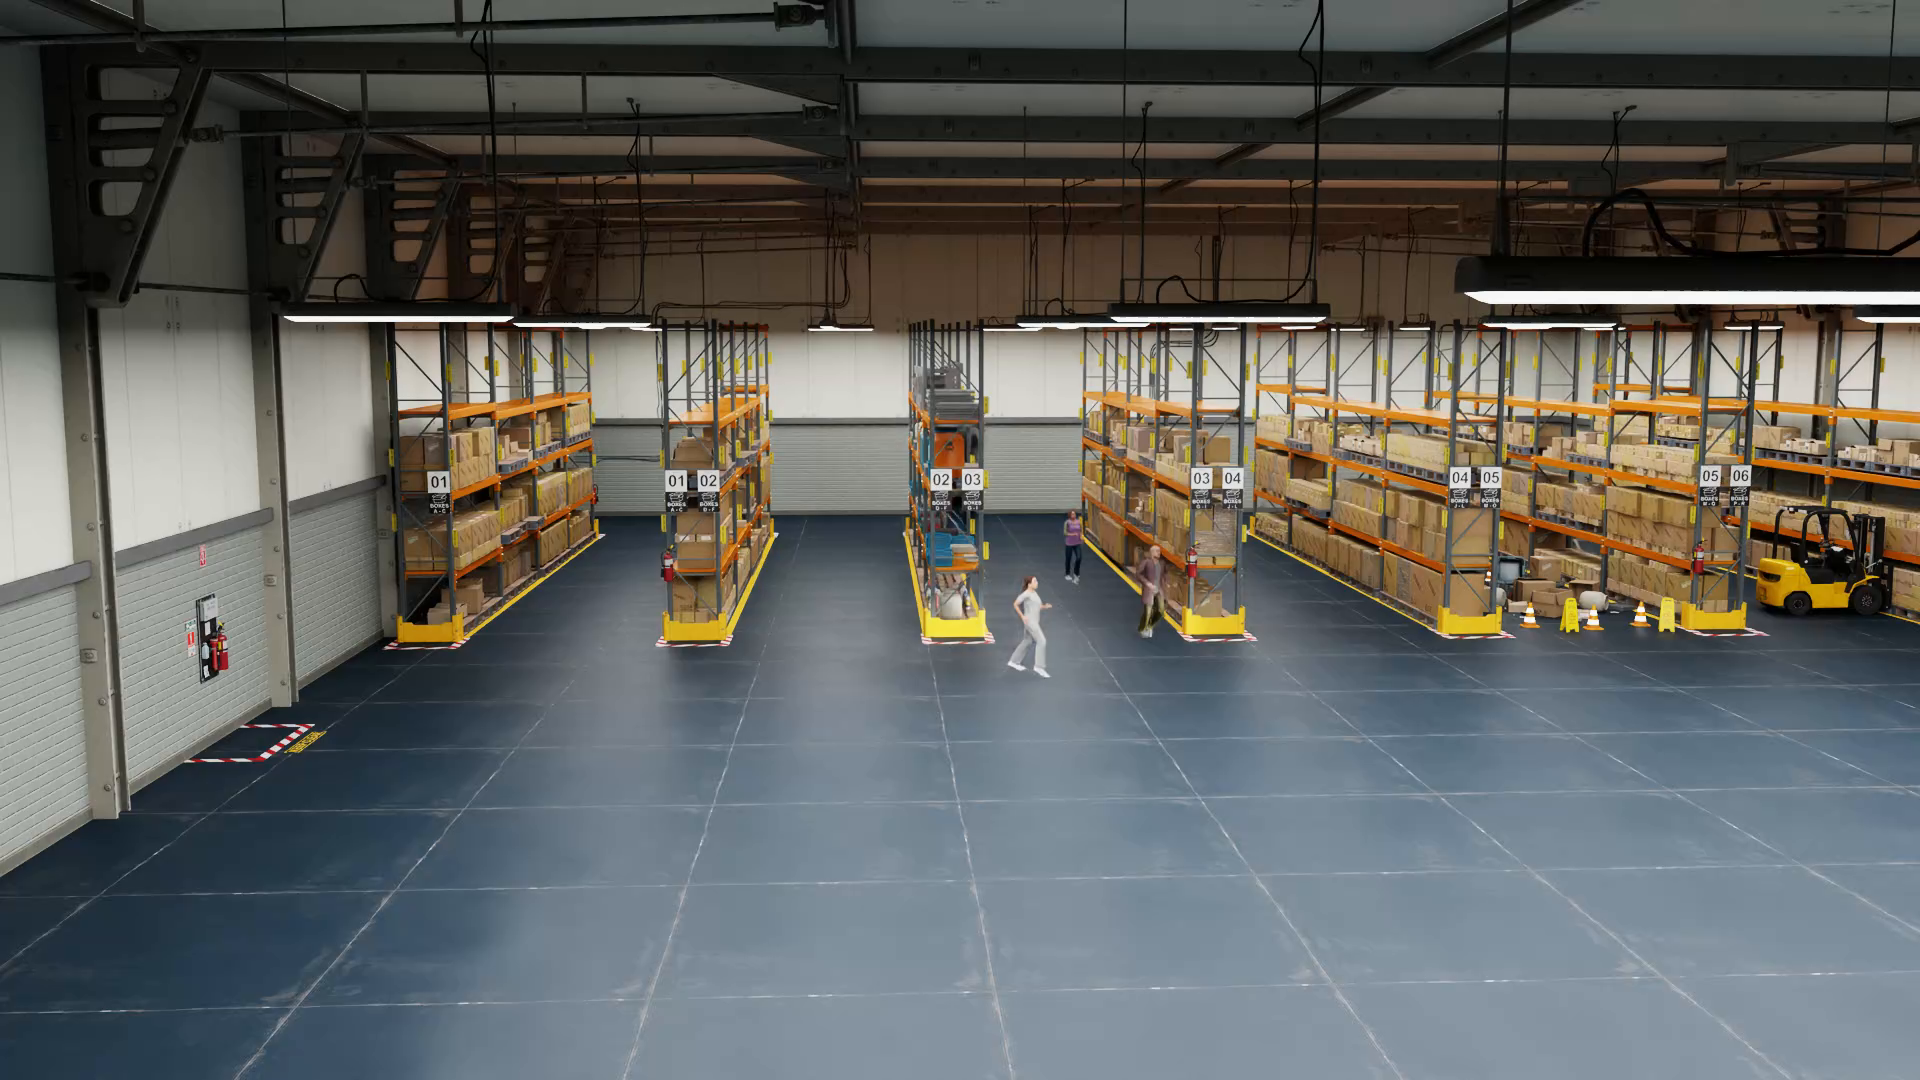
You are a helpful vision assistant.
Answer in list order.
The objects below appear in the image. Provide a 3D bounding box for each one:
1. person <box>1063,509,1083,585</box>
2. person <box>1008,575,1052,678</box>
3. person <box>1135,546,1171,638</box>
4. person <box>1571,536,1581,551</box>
[{"bbox_3d":[2.494,0.147,36.498,0.508,1.655,0.659,-2,7,-15],"label":"person"},{"bbox_3d":[1.170,1.441,27.979,0.771,1.725,0.536,2,7,15],"label":"person"},{"bbox_3d":[3.682,0.980,31.480,0.790,1.734,0.608,-3,8,-23],"label":"person"},{"bbox_3d":[15.841,-0.352,42.550,0.627,1.680,0.656,-1,7,-4],"label":"person"}]
